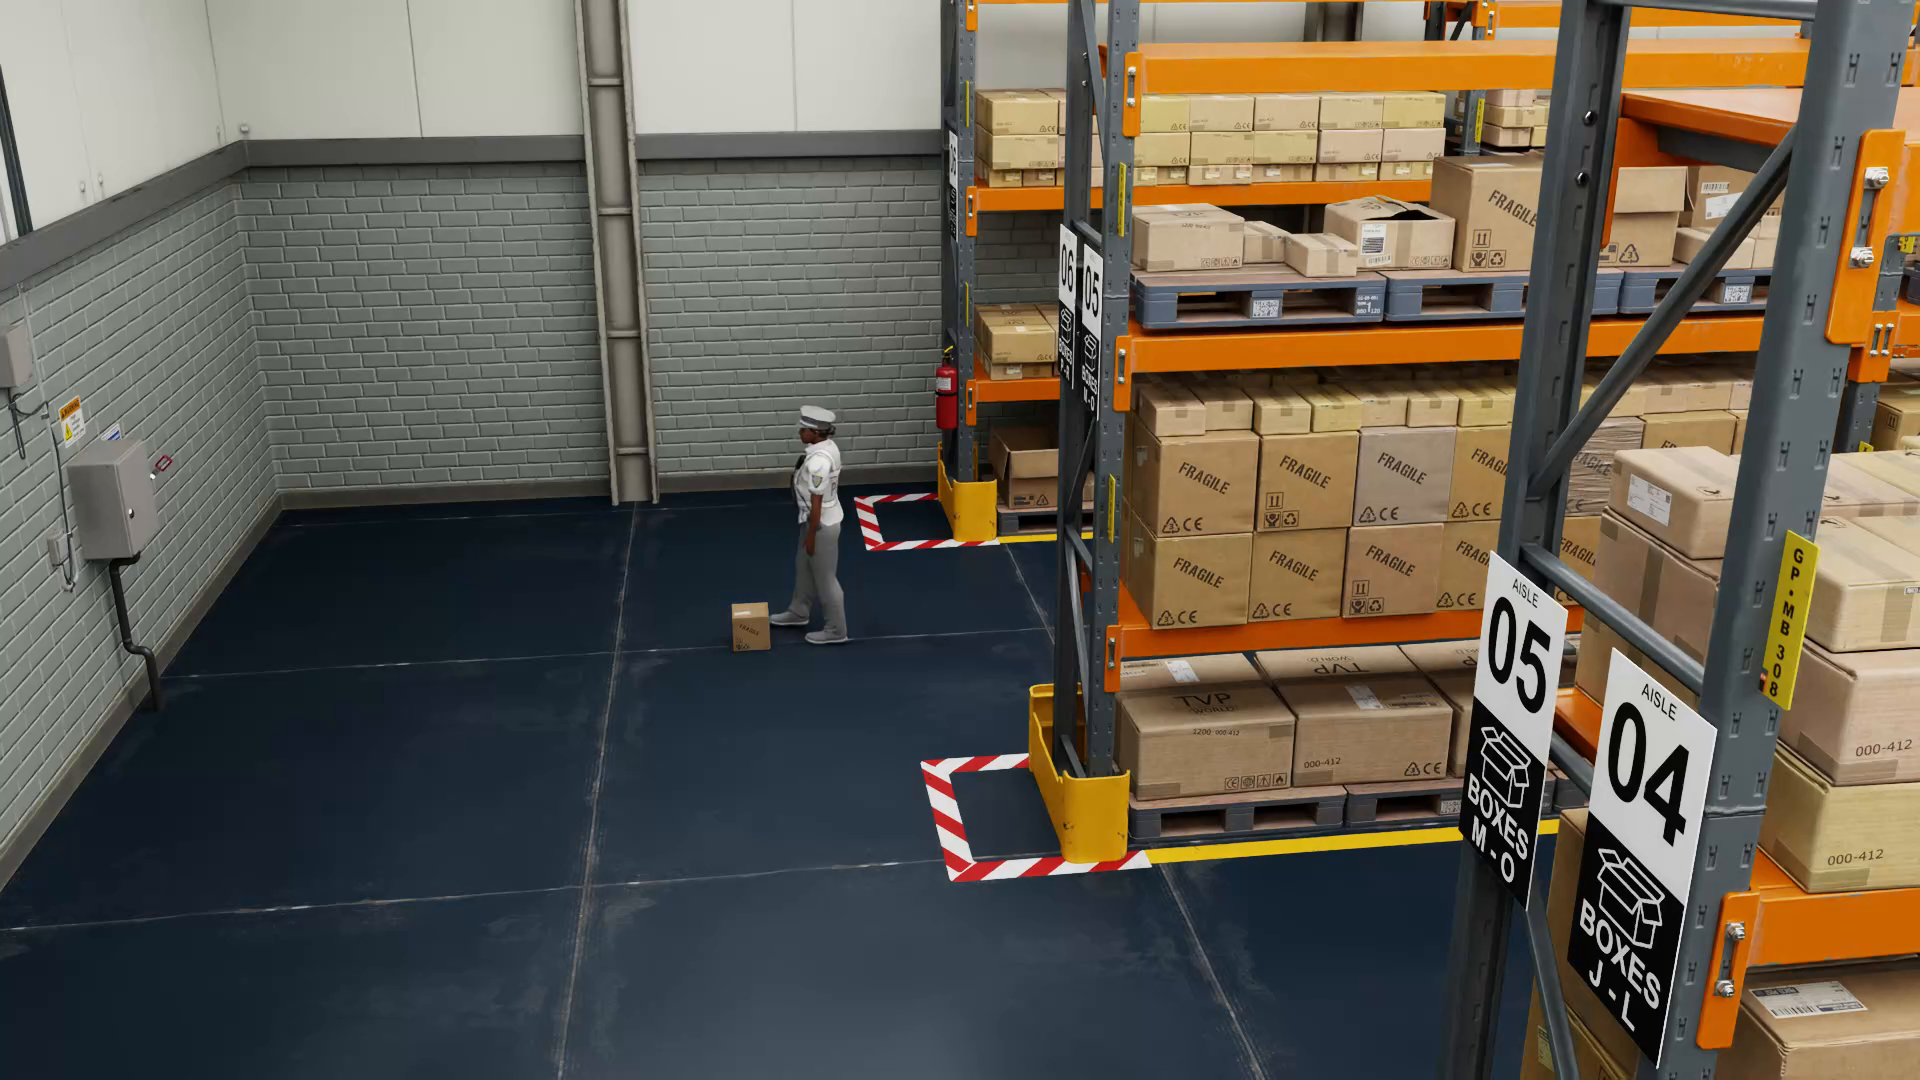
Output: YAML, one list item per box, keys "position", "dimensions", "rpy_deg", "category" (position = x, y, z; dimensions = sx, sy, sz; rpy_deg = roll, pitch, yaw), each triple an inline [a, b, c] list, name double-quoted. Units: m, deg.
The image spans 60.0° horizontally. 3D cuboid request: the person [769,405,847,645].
- position: [-1.073, -0.113, 11.339]
  dimensions: [0.585, 1.669, 0.497]
  rpy_deg: [0, 20, 0]
  category: "person"
